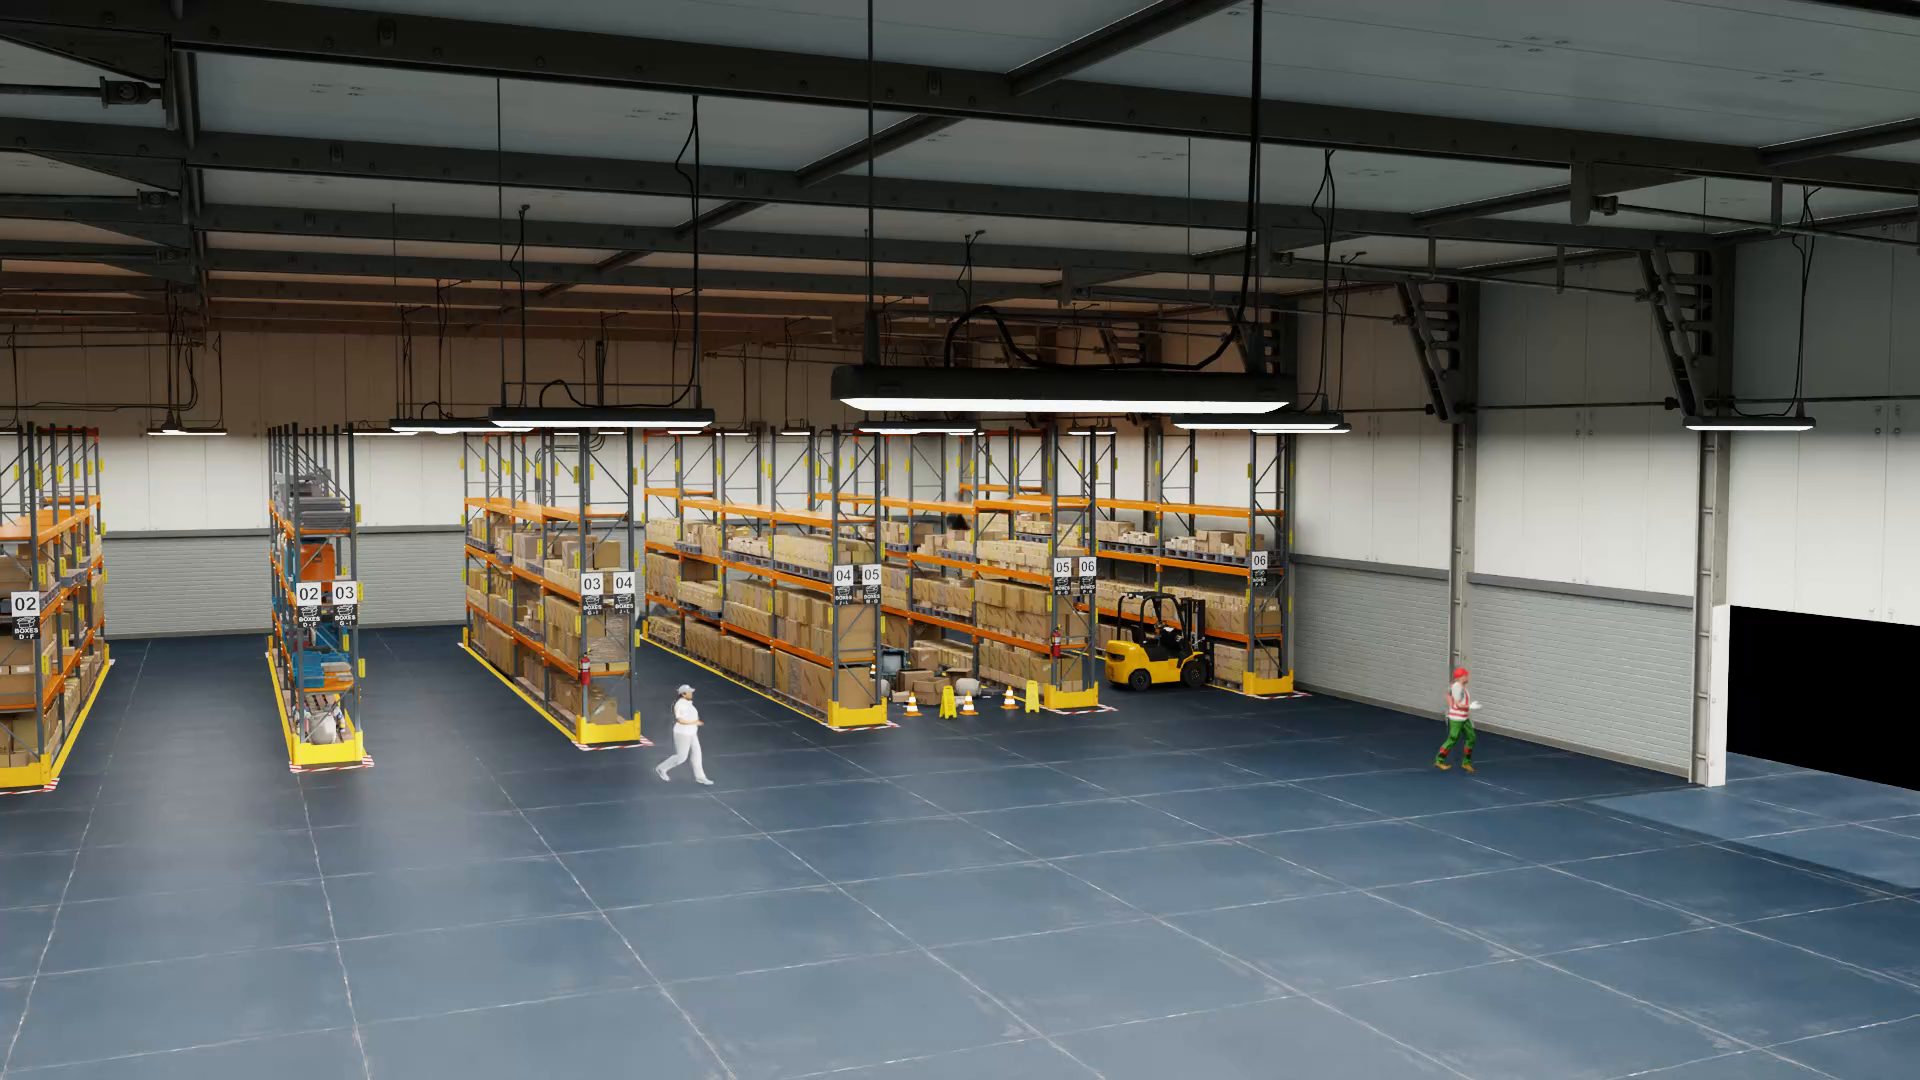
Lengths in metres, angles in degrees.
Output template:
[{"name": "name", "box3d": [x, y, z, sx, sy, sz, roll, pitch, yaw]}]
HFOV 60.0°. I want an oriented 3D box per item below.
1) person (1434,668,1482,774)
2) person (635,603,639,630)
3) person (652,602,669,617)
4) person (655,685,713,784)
[{"name": "person", "box3d": [8.516, 3.096, 28.403, 0.788, 1.836, 0.637, 2, 4, 27]}, {"name": "person", "box3d": [-8.831, 2.182, 44.345, 0.634, 1.715, 0.671, -1, 4, -23]}, {"name": "person", "box3d": [-8.863, 1.833, 49.211, 0.822, 1.766, 0.649, 0, 3, 5]}, {"name": "person", "box3d": [-4.546, 3.211, 27.375, 0.936, 1.665, 0.611, 0, 4, 5]}]
